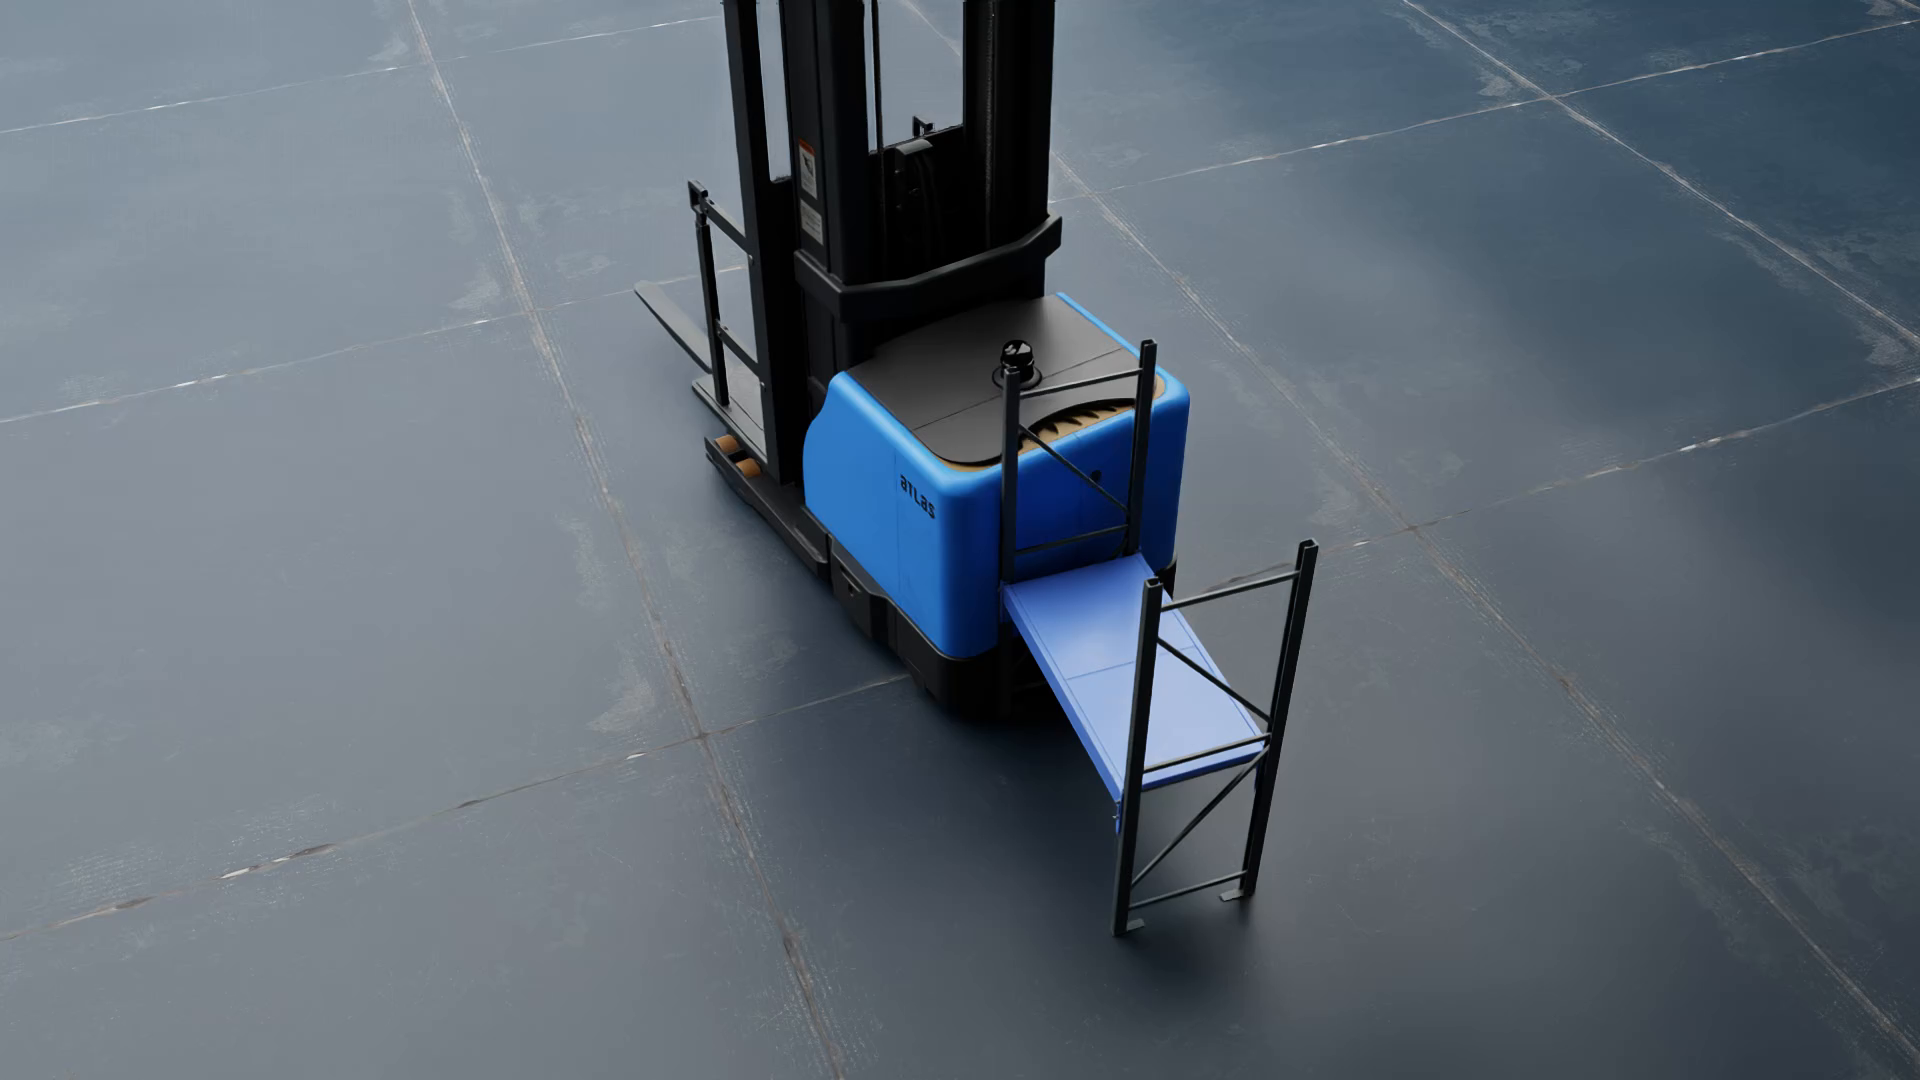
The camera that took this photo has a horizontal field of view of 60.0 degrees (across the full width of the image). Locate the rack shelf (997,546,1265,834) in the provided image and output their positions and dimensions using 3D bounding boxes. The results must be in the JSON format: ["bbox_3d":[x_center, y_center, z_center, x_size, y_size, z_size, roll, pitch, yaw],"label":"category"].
[{"bbox_3d":[0.545,0.452,5.350,0.538,0.185,1.000,-13,42,-15],"label":"rack shelf"}]

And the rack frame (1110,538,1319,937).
[{"bbox_3d":[0.718,0.627,4.870,0.500,1.500,0.032,-13,42,-15],"label":"rack frame"}]

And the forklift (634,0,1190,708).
[{"bbox_3d":[-0.420,-1.439,6.176,1.130,2.935,3.031,-23,46,-25],"label":"forklift"}]

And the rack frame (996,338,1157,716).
[{"bbox_3d":[0.373,0.004,5.595,0.500,1.500,0.032,-13,42,-15],"label":"rack frame"}]

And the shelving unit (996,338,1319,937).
[{"bbox_3d":[0.545,0.316,5.233,0.538,1.500,1.048,-13,42,-15],"label":"shelving unit"}]
